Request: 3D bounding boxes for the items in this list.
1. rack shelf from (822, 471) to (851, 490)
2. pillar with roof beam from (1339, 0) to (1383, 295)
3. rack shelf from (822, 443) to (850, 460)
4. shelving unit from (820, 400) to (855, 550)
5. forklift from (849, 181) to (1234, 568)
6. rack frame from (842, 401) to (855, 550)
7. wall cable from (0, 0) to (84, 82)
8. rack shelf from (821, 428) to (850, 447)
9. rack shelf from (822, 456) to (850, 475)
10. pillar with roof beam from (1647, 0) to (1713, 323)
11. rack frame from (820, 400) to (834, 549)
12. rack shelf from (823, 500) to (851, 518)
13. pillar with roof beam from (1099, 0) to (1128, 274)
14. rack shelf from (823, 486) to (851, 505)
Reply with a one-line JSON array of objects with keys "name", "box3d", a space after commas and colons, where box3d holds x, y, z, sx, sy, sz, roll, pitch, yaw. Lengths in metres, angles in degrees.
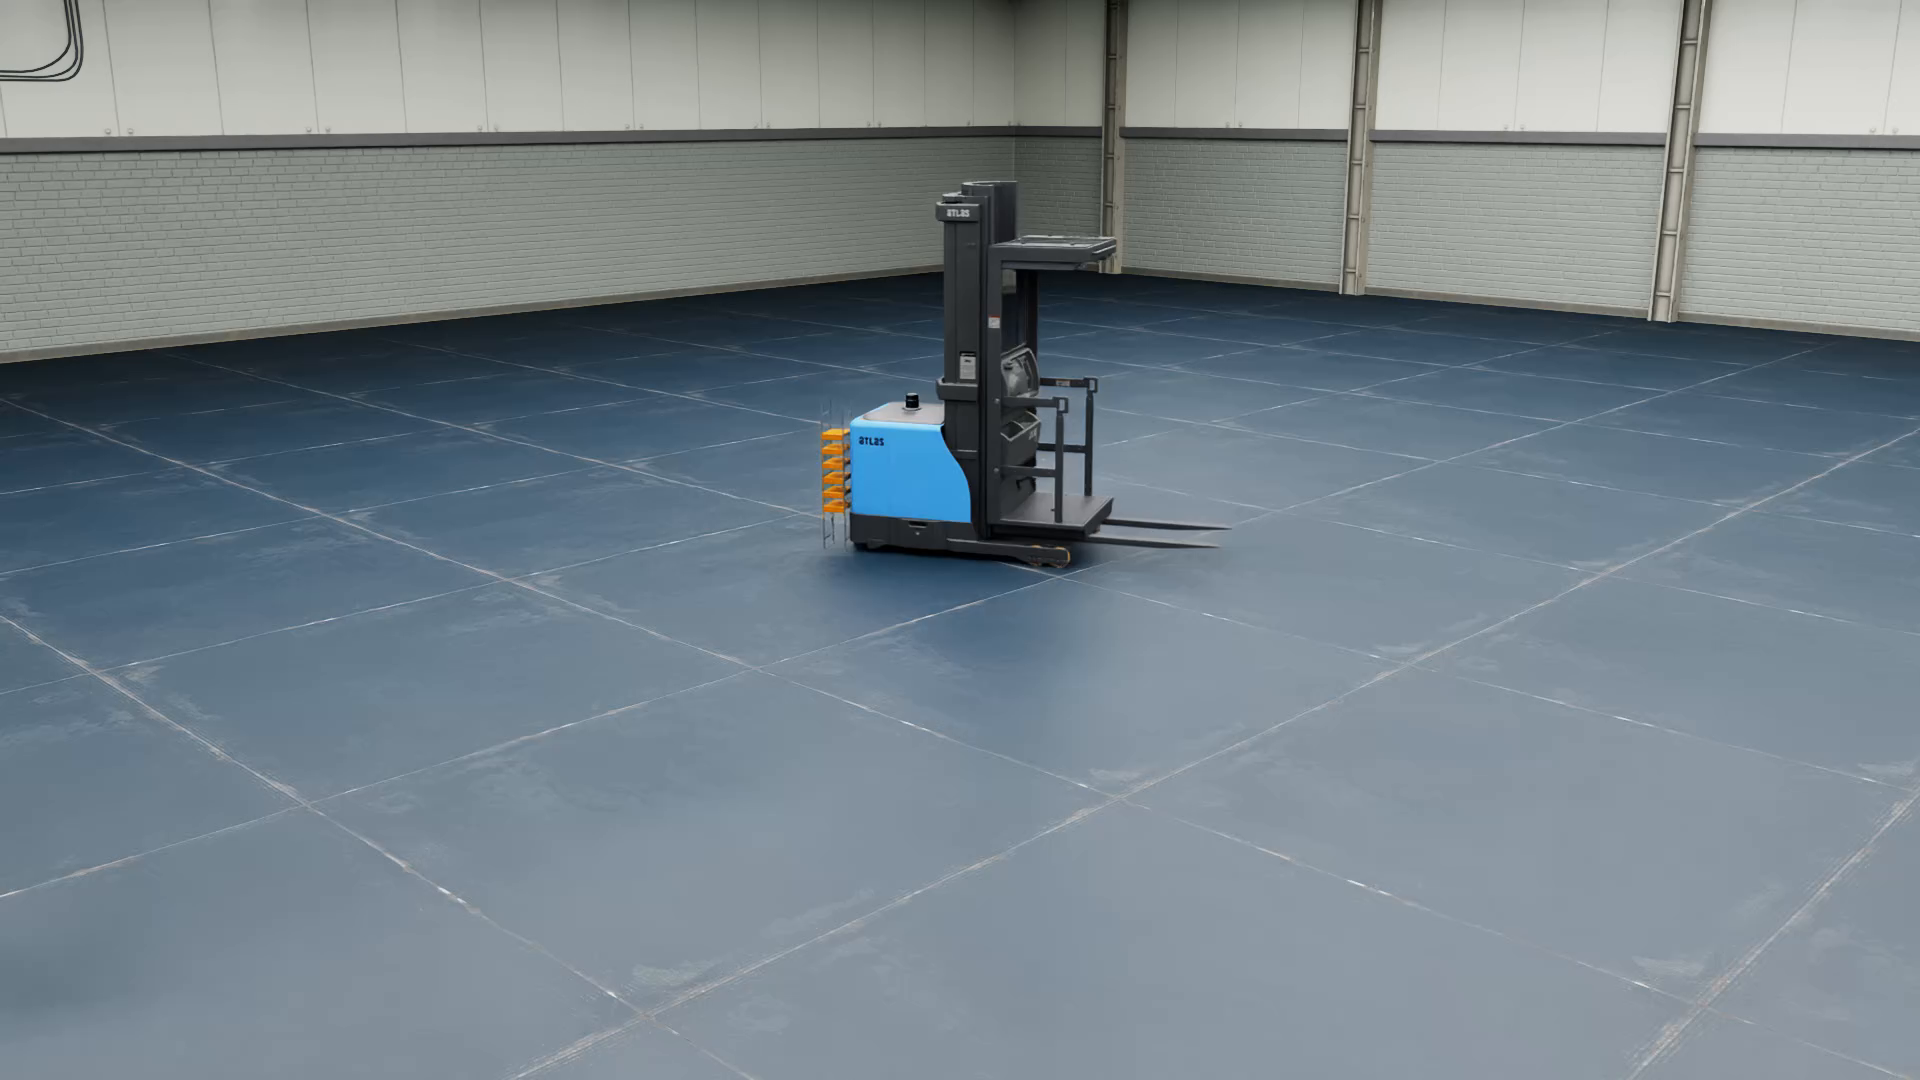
[{"name": "rack shelf", "box3d": [-0.998, -0.486, 13.595, 0.180, 0.103, 0.258, 4, 15, 15]}, {"name": "pillar with roof beam", "box3d": [4.611, -8.343, 28.104, 0.400, 9.000, 9.100, 14, 20, 42]}, {"name": "rack shelf", "box3d": [-0.998, -0.719, 13.534, 0.180, 0.103, 0.258, 4, 15, 15]}, {"name": "shelving unit", "box3d": [-0.998, -0.529, 13.584, 0.189, 1.200, 0.258, 4, 15, 15]}, {"name": "forklift", "box3d": [0.671, -1.345, 13.280, 3.031, 2.935, 1.130, 5, 15, 17]}, {"name": "rack frame", "box3d": [-0.910, -0.523, 13.560, 0.006, 1.200, 0.240, 4, 15, 15]}, {"name": "wall cable", "box3d": [-13.186, -8.579, 22.264, 0.169, 6.003, 2.305, 14, 20, 42]}, {"name": "rack shelf", "box3d": [-0.998, -0.835, 13.504, 0.180, 0.103, 0.258, 4, 15, 15]}, {"name": "rack shelf", "box3d": [-0.998, -0.602, 13.565, 0.180, 0.103, 0.258, 4, 15, 15]}, {"name": "pillar with roof beam", "box3d": [8.930, -7.293, 24.074, 0.400, 9.000, 9.100, 14, 20, 42]}, {"name": "rack frame", "box3d": [-1.086, -0.535, 13.607, 0.006, 1.200, 0.240, 4, 15, 15]}, {"name": "rack shelf", "box3d": [-0.998, -0.254, 13.655, 0.180, 0.103, 0.258, 4, 15, 15]}, {"name": "pillar with roof beam", "box3d": [0.292, -9.393, 32.135, 0.400, 9.000, 9.100, 14, 20, 42]}, {"name": "rack shelf", "box3d": [-0.998, -0.370, 13.625, 0.180, 0.103, 0.258, 4, 15, 15]}]
